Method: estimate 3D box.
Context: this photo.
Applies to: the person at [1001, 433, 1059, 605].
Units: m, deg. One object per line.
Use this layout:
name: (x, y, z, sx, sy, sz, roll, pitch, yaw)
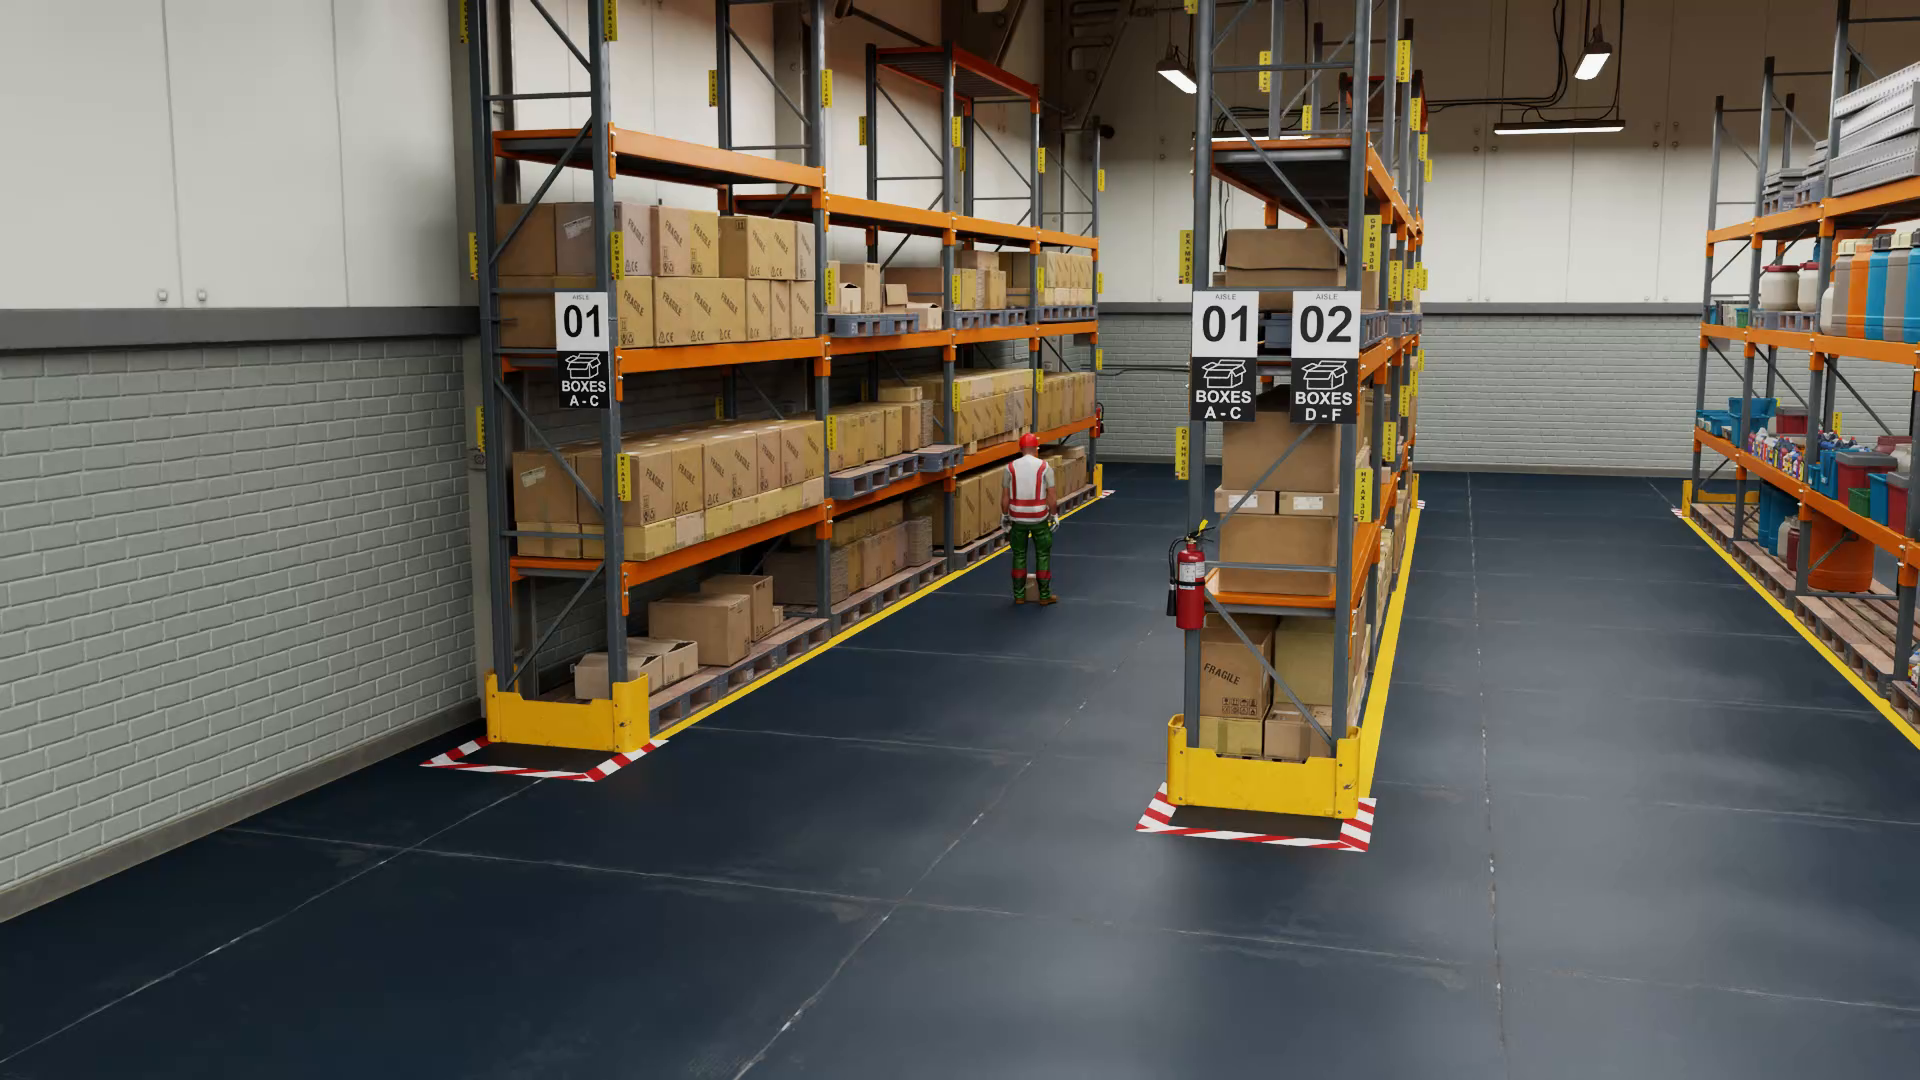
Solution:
person: (0.727, -0.222, 17.315, 0.614, 1.778, 0.453, 2, 8, 13)
